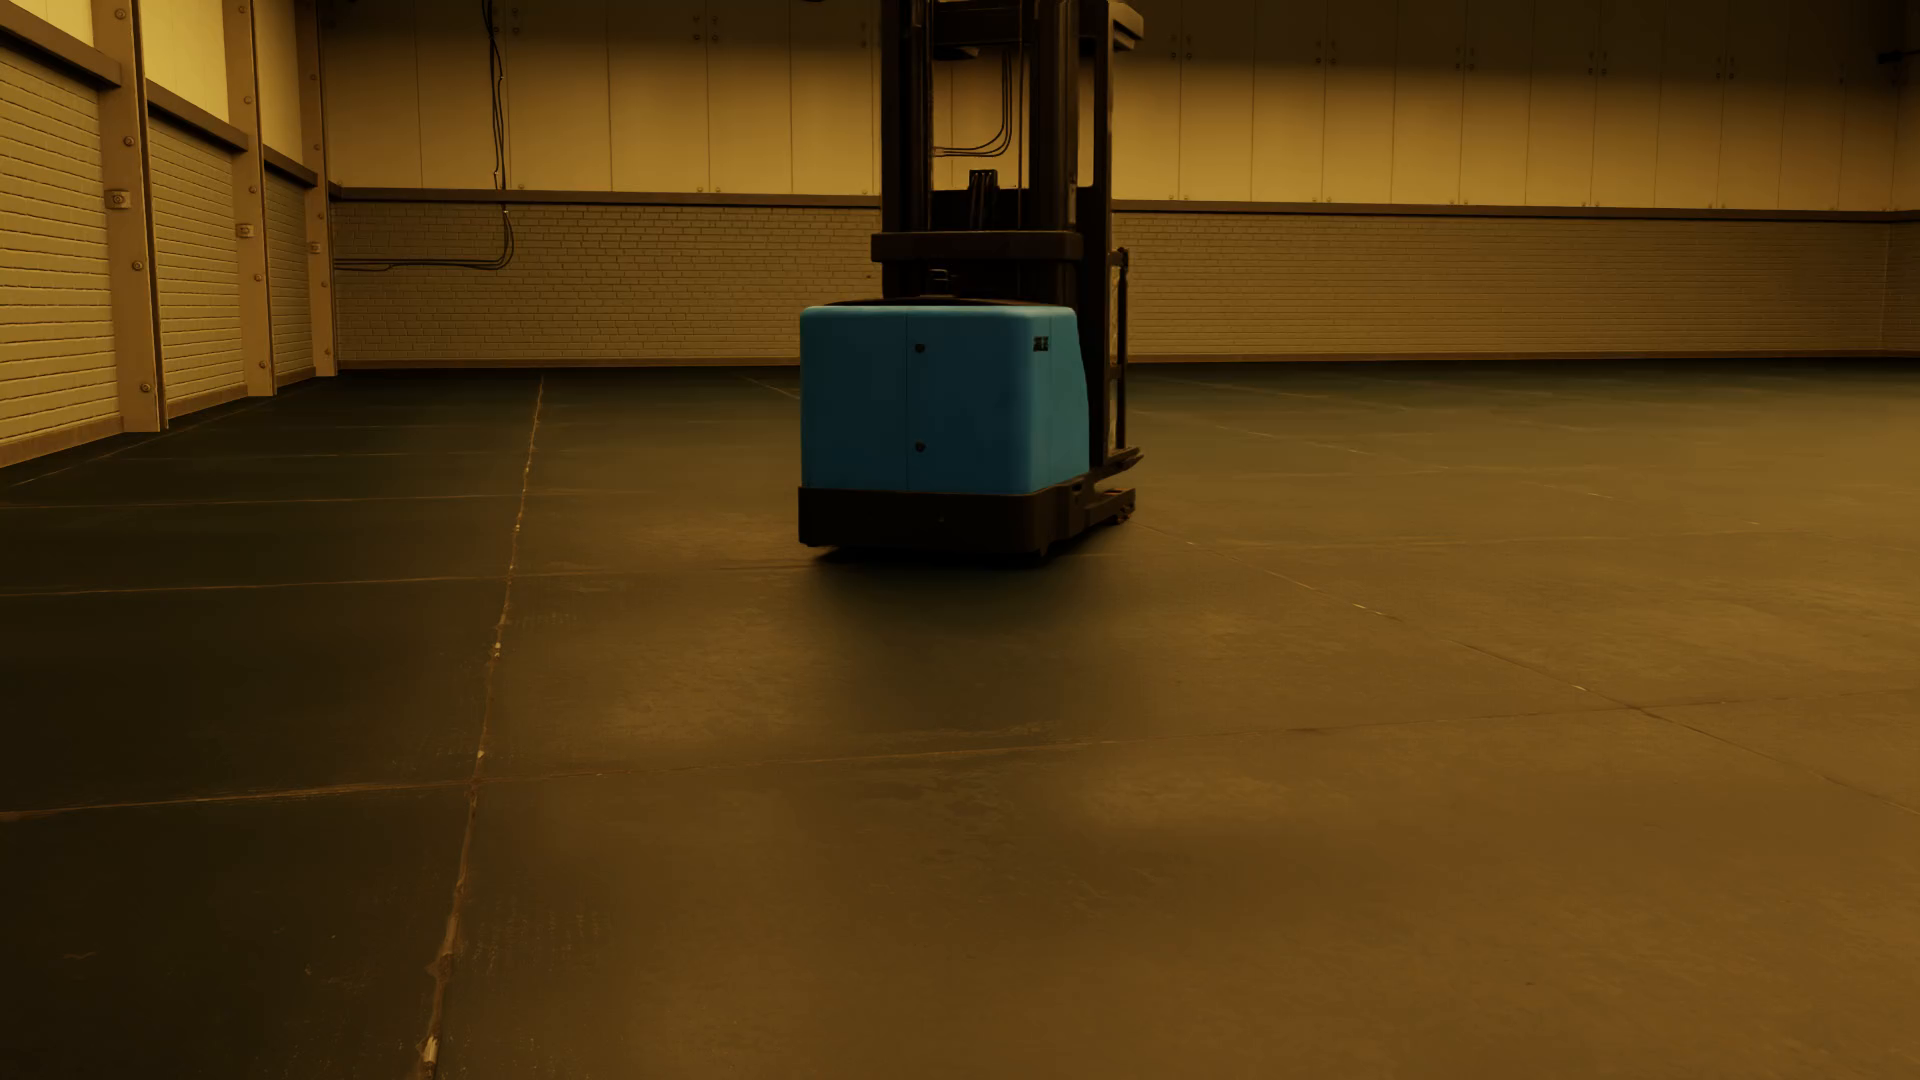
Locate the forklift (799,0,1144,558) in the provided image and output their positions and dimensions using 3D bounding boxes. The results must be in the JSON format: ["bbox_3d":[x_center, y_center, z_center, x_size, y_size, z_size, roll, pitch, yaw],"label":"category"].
[{"bbox_3d":[0.261,-1.542,8.148,1.130,2.935,3.031,3,8,18],"label":"forklift"}]
